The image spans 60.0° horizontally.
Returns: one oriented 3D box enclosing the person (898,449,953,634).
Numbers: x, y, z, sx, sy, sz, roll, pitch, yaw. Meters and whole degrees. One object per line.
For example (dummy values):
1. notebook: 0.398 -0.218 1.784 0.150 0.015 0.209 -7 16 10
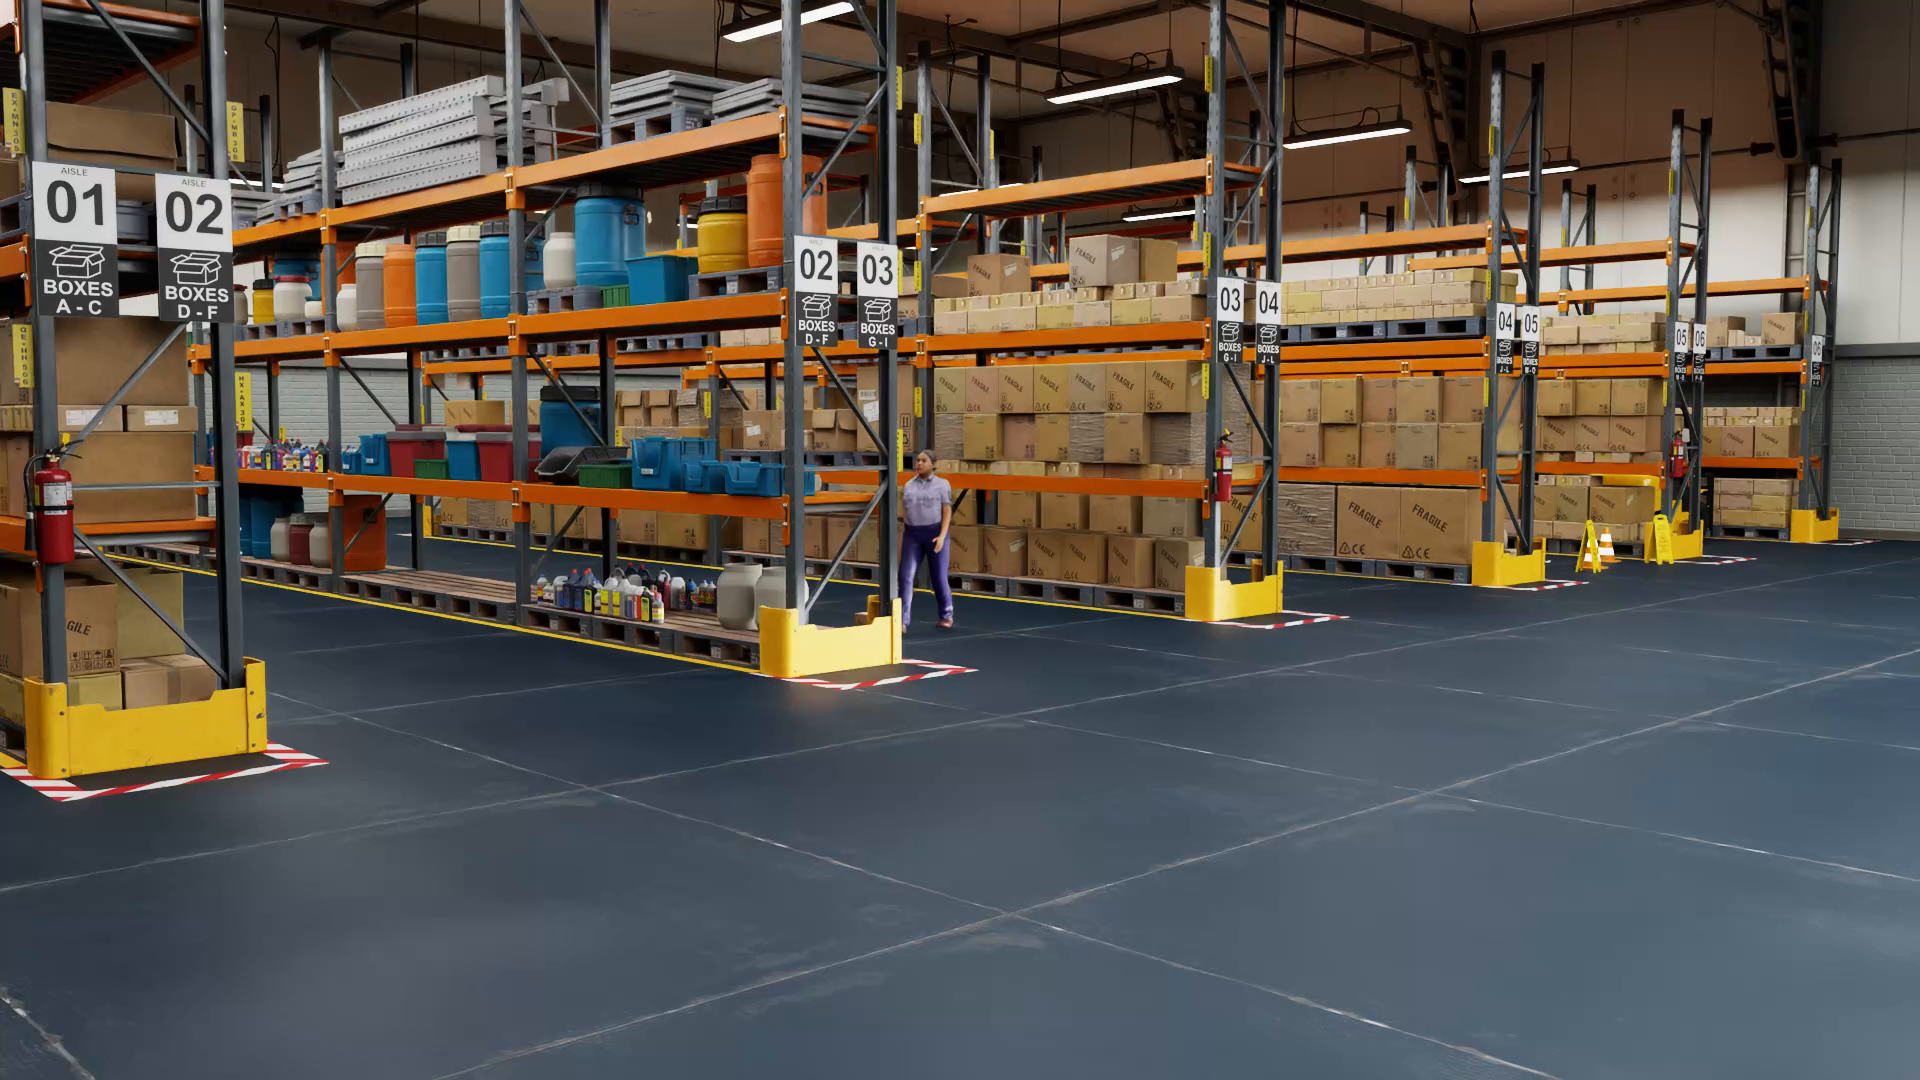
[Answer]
1. person: -0.317 0.008 14.510 0.484 1.601 0.898 1 4 15
